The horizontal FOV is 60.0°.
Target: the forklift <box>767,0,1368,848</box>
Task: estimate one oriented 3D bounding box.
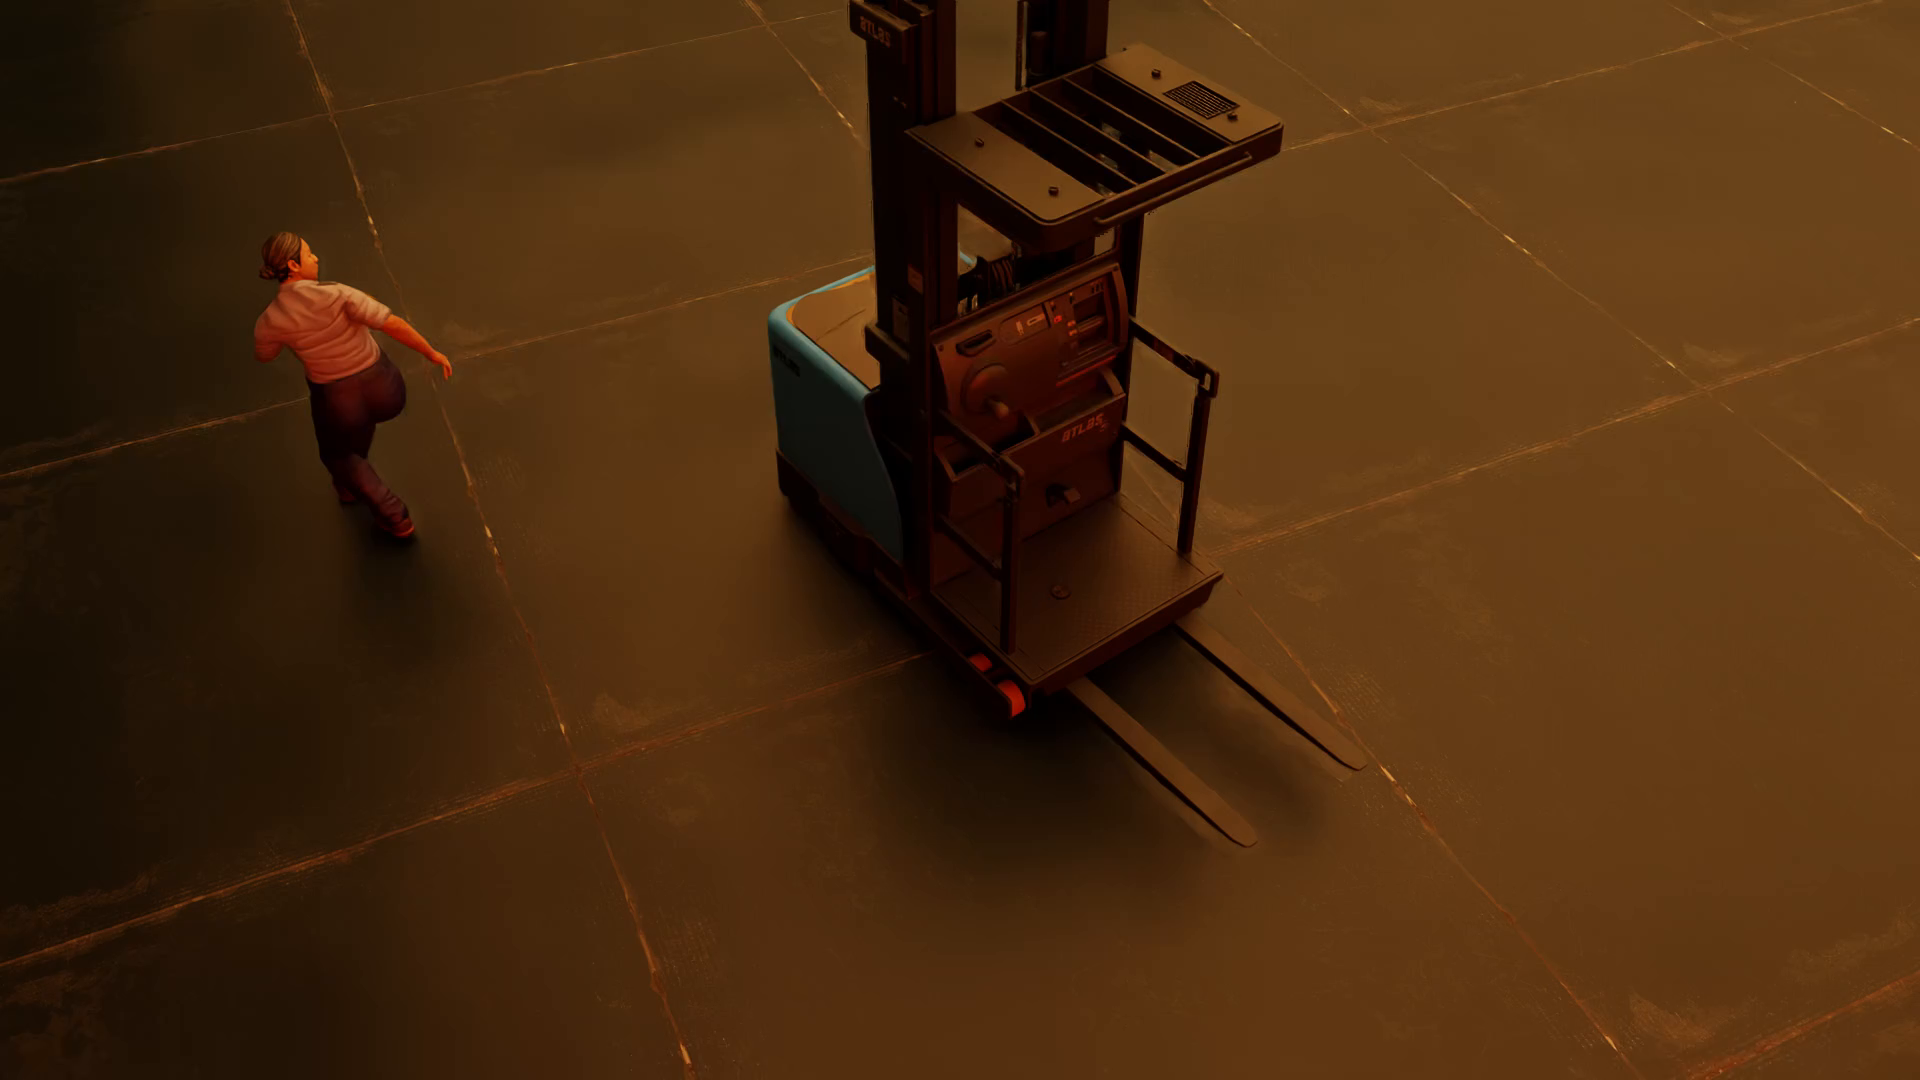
[{"bbox_3d":[0.423,-0.706,6.437,1.130,2.935,3.031,-28,50,-26],"label":"forklift"}]

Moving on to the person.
[{"bbox_3d":[-2.750,-0.751,7.553,0.746,1.523,0.786,-25,48,-24],"label":"person"}]
